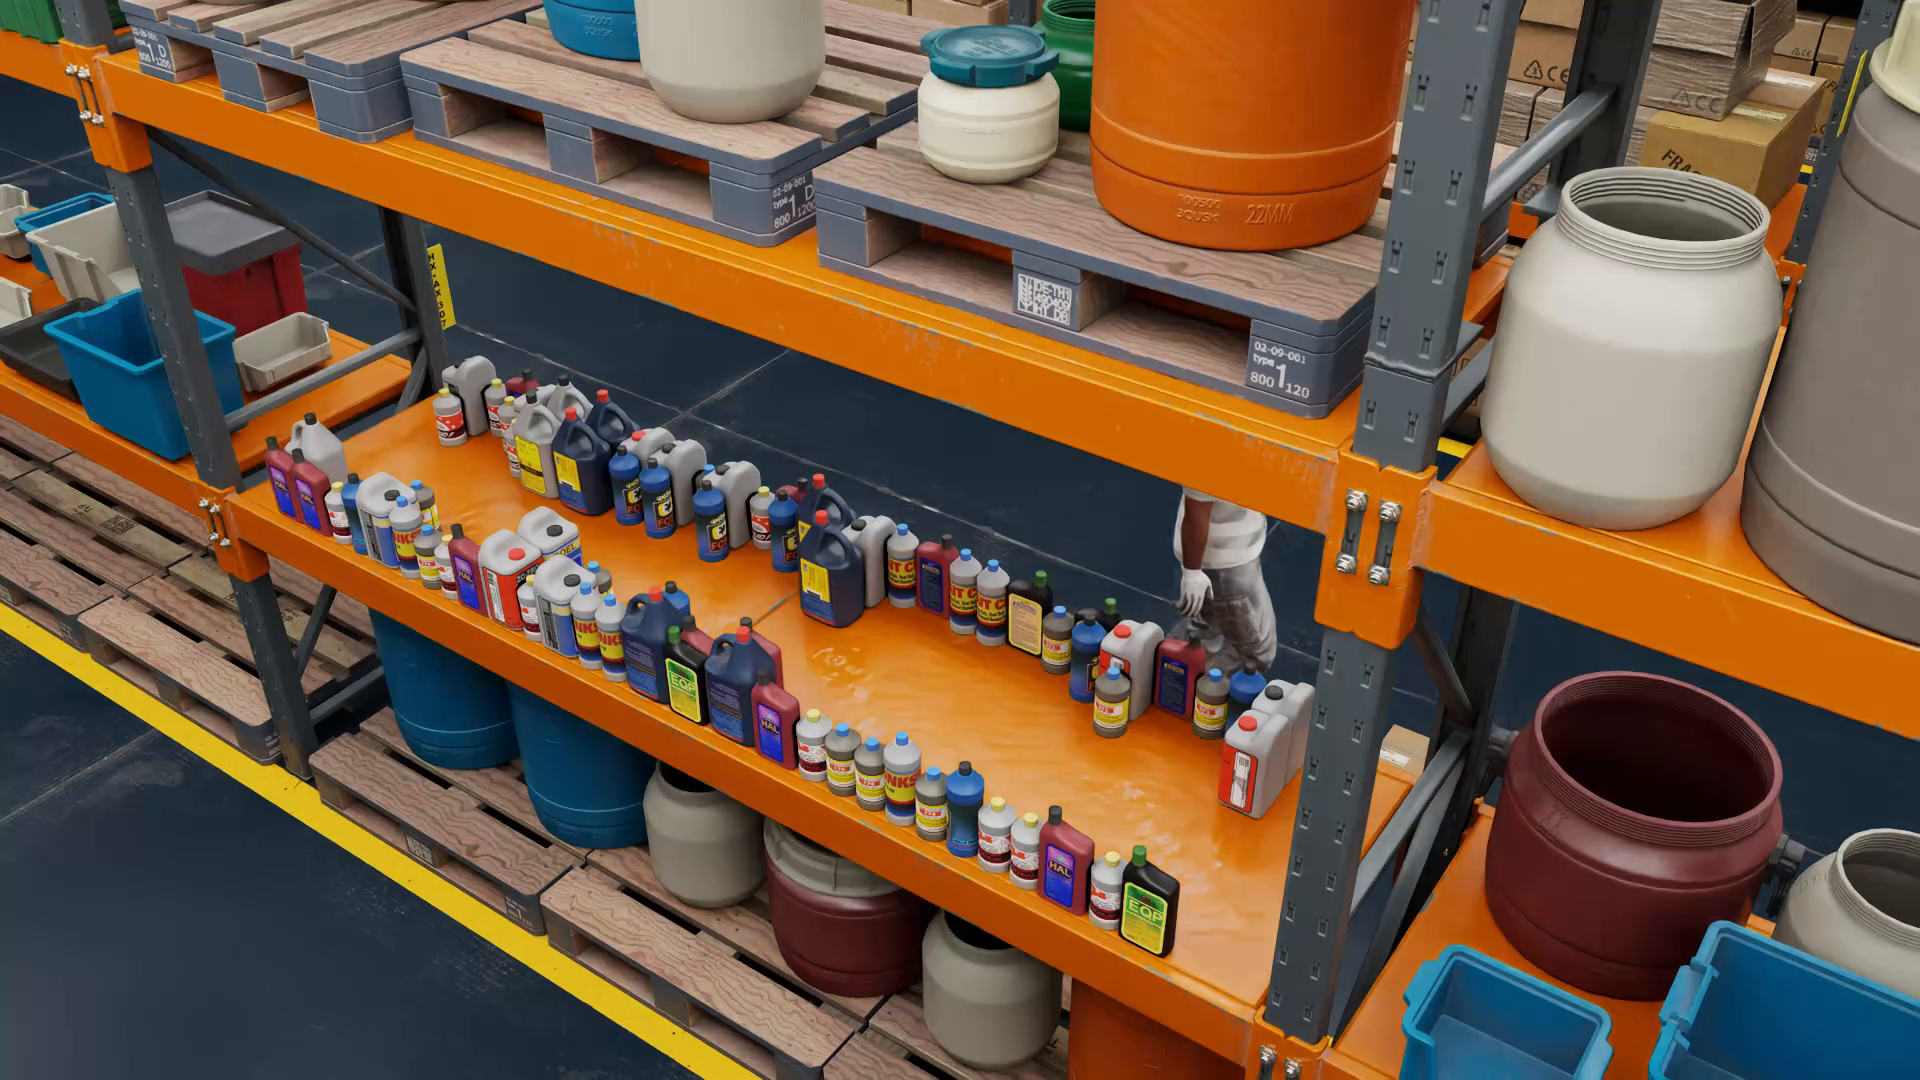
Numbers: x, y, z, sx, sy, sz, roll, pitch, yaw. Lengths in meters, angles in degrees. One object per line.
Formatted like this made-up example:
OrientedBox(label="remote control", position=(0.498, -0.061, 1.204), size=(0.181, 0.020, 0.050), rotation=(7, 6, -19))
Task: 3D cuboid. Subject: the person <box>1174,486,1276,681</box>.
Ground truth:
OrientedBox(label="person", position=(0.982, -0.010, 6.041), size=(0.423, 1.716, 0.593), rotation=(7, 35, 10))
